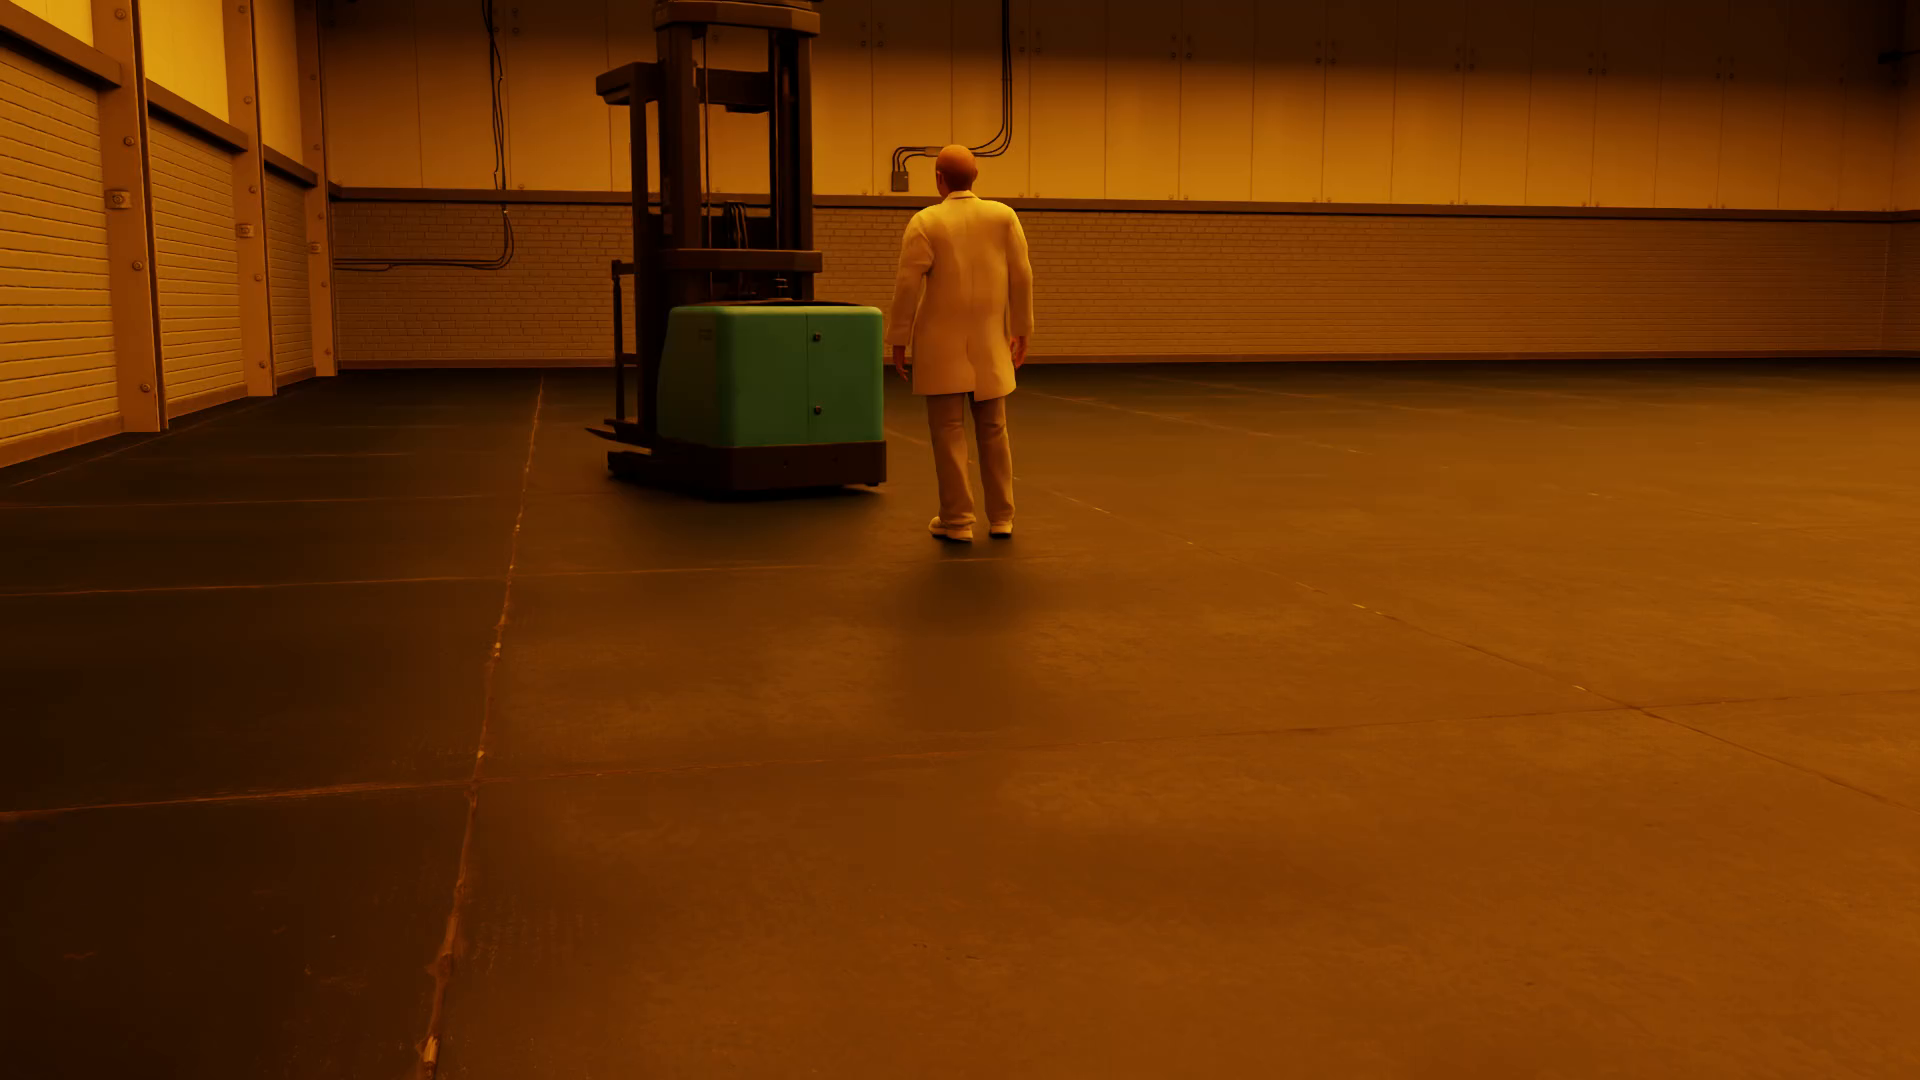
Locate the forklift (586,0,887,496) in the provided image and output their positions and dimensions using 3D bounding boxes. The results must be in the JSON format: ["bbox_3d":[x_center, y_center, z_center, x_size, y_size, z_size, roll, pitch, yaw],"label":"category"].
[{"bbox_3d":[-1.592,-1.860,10.416,1.130,2.935,3.031,-5,9,-29],"label":"forklift"}]

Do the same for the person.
[{"bbox_3d":[-0.016,-0.900,7.671,0.696,1.776,0.581,-2,8,-13],"label":"person"}]
